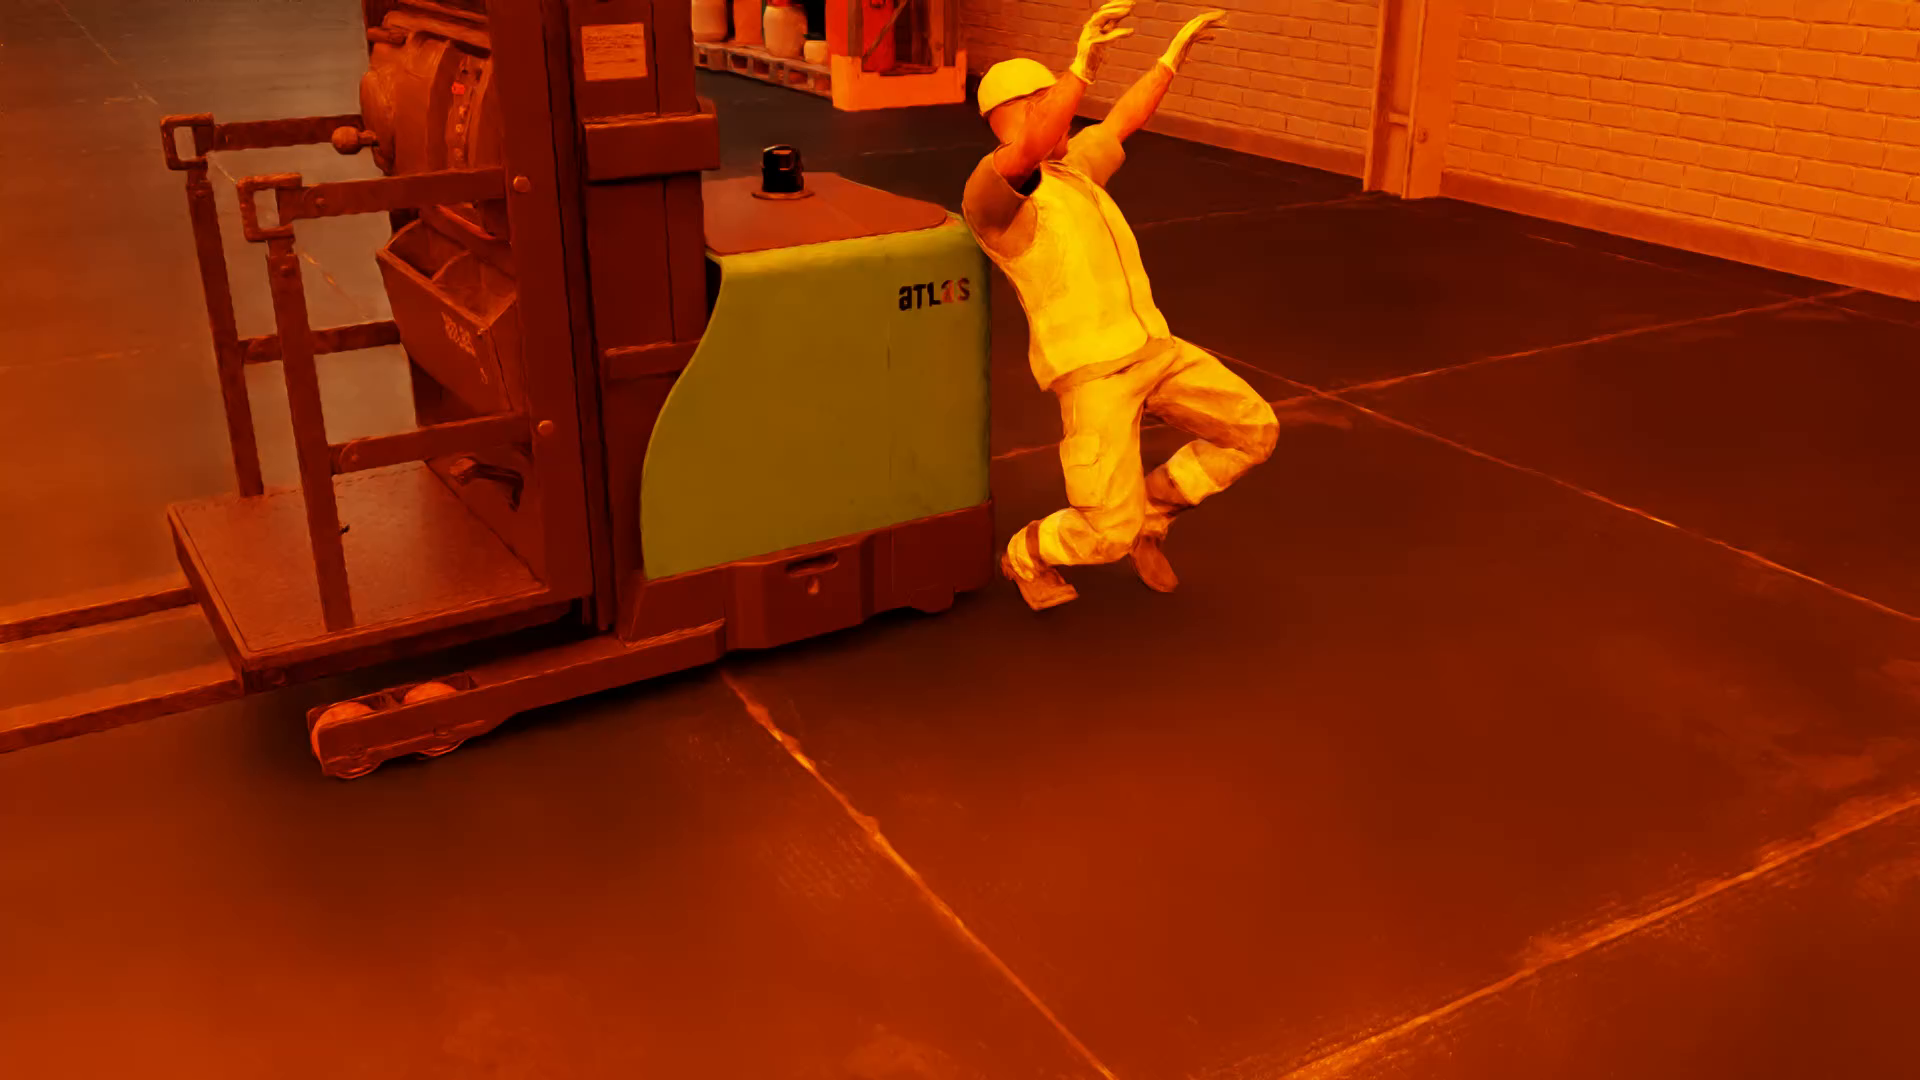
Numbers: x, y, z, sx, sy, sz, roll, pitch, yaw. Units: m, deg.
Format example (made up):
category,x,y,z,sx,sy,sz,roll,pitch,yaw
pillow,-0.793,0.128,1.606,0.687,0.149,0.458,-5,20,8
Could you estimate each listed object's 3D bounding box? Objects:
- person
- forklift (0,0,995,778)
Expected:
category,x,y,z,sx,sy,sz,roll,pitch,yaw
person,0.447,-0.624,4.468,0.804,1.674,1.053,16,27,35
forklift,-1.423,-1.041,3.810,3.031,2.935,1.130,-13,26,-29
